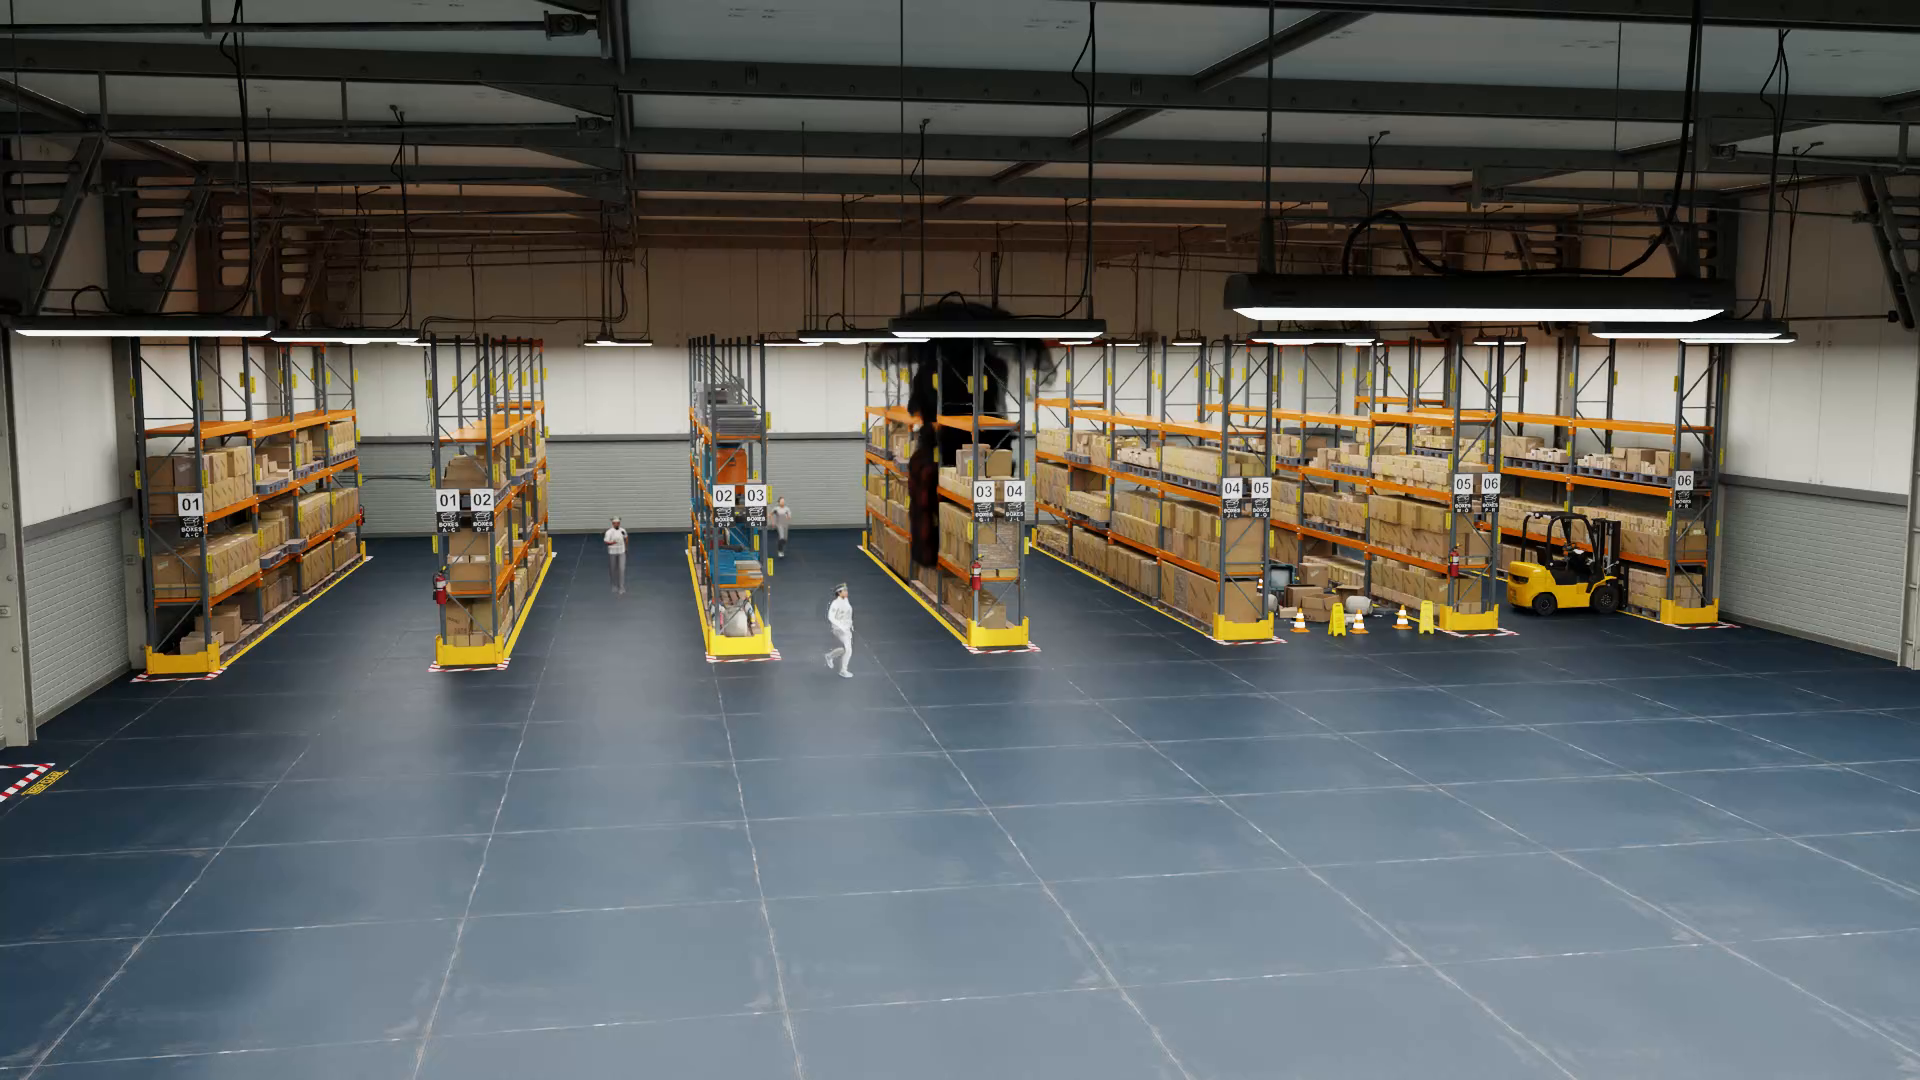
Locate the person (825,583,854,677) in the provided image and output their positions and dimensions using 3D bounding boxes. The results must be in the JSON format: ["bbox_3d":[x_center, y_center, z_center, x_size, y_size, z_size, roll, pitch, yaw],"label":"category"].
[{"bbox_3d":[-2.146,1.564,29.253,0.598,1.661,0.644,3,7,23],"label":"person"}]

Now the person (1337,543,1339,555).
[{"bbox_3d":[10.040,-0.199,44.755,0.510,1.578,0.644,-1,7,-12],"label":"person"}]

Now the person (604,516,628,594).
[{"bbox_3d":[-7.623,0.339,36.977,0.575,1.747,0.842,-2,7,-19],"label":"person"}]

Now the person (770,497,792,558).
[{"bbox_3d":[-4.904,-0.342,45.751,0.539,1.684,0.701,-3,7,-26],"label":"person"}]
